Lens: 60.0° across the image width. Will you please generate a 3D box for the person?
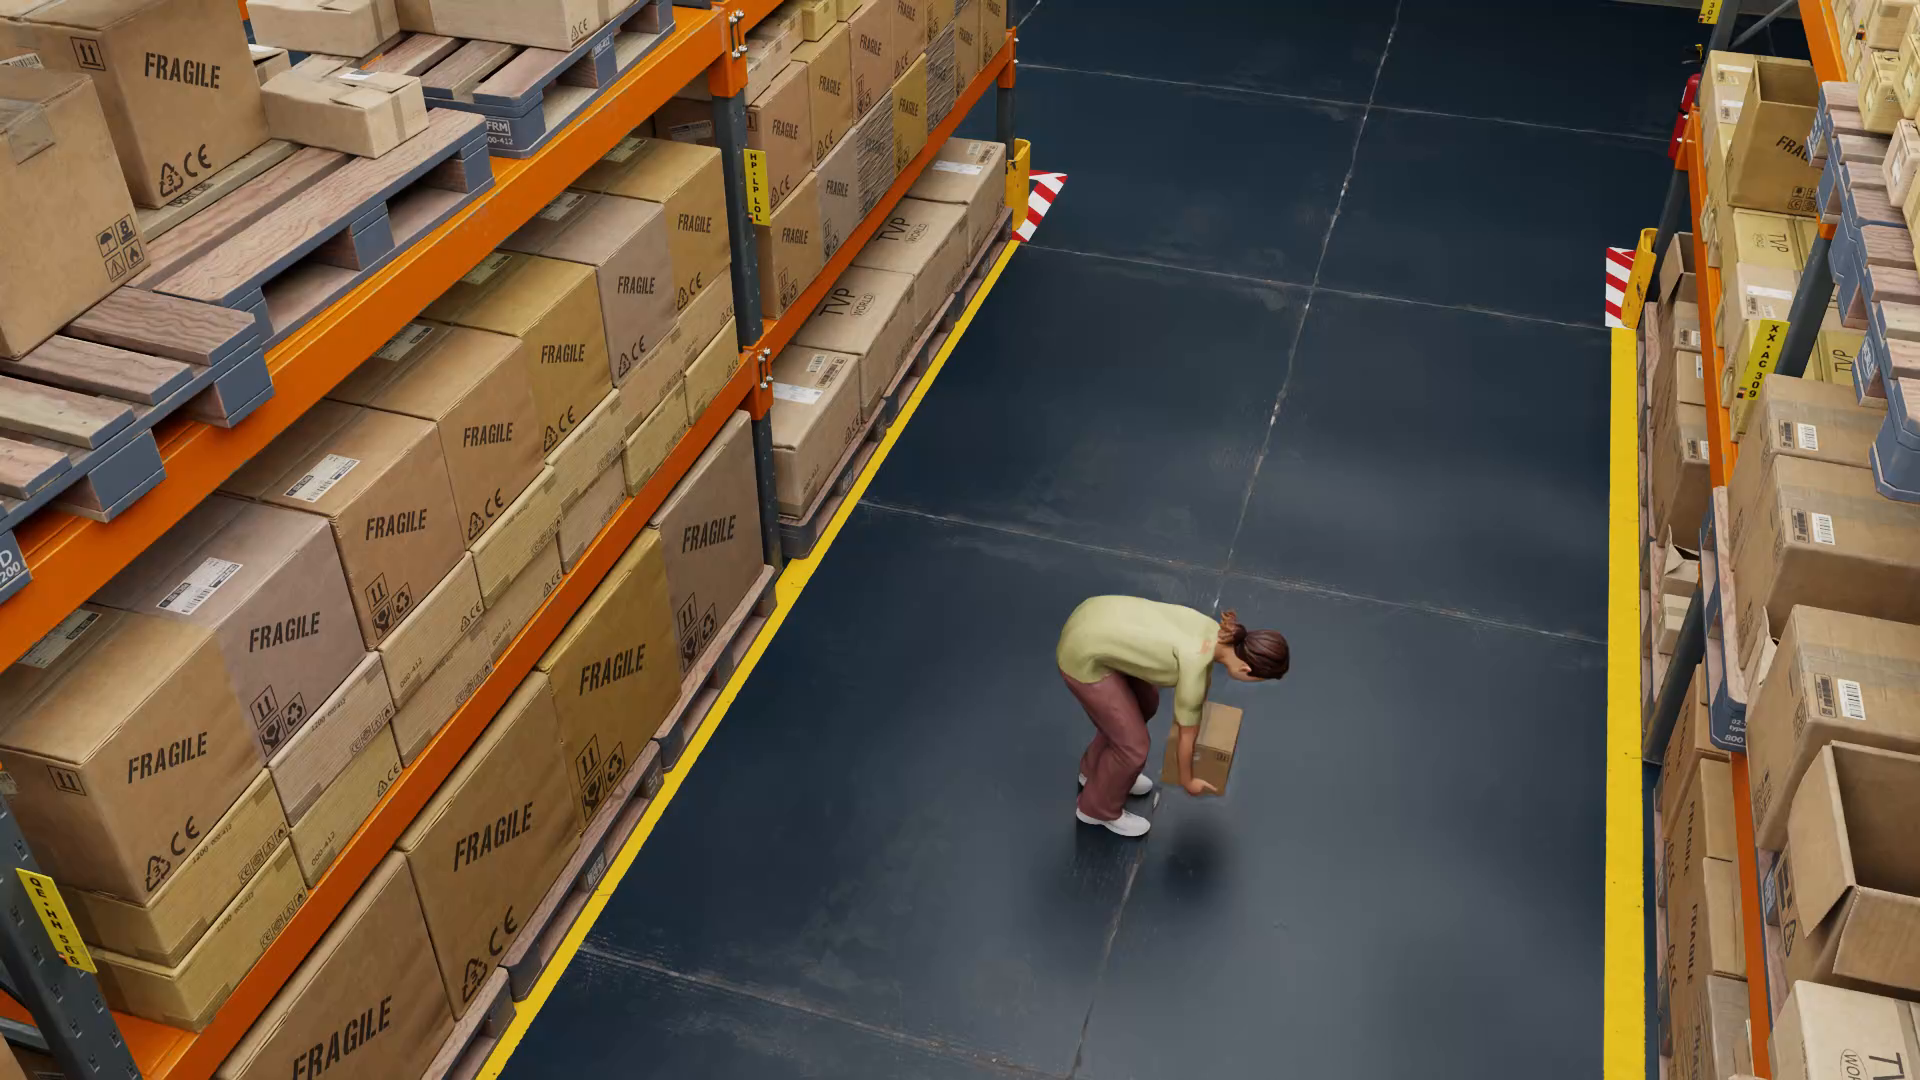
[{"bbox_3d":[0.802,0.693,6.480,0.872,1.069,0.423,9,38,12],"label":"person"}]
